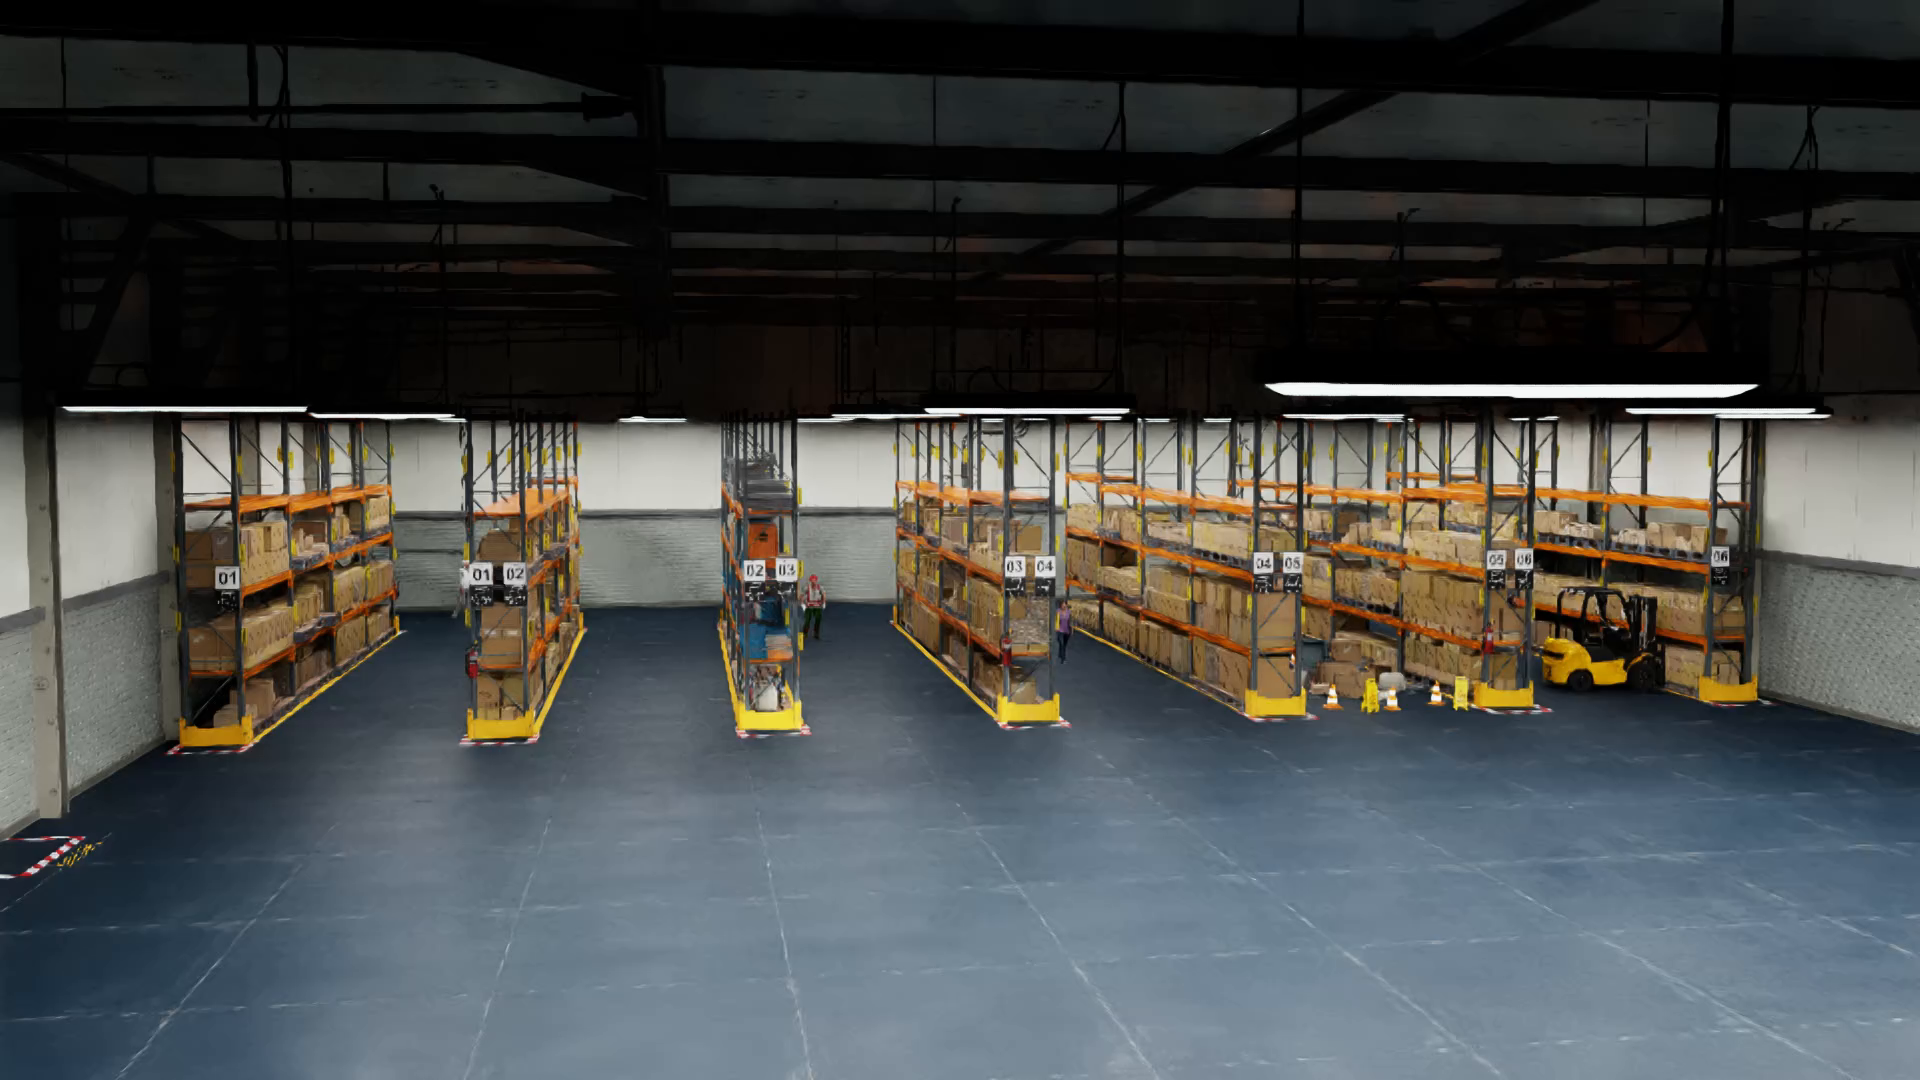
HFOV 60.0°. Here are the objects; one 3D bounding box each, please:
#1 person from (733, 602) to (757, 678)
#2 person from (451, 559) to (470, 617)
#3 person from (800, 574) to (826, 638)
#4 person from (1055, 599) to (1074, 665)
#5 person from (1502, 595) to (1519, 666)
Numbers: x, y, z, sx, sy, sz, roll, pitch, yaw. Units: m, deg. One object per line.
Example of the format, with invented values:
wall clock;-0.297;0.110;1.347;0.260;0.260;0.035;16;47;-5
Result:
person;-4.667;2.156;36.069;0.560;1.651;0.682;0;4;-1
person;-14.745;1.411;49.260;0.480;1.769;0.703;2;5;32
person;-3.917;1.771;44.320;0.677;1.742;0.552;-1;4;-12
person;2.487;2.176;39.693;0.432;1.539;0.948;-1;4;-11
person;12.944;2.134;39.327;0.544;1.671;0.521;1;4;18
